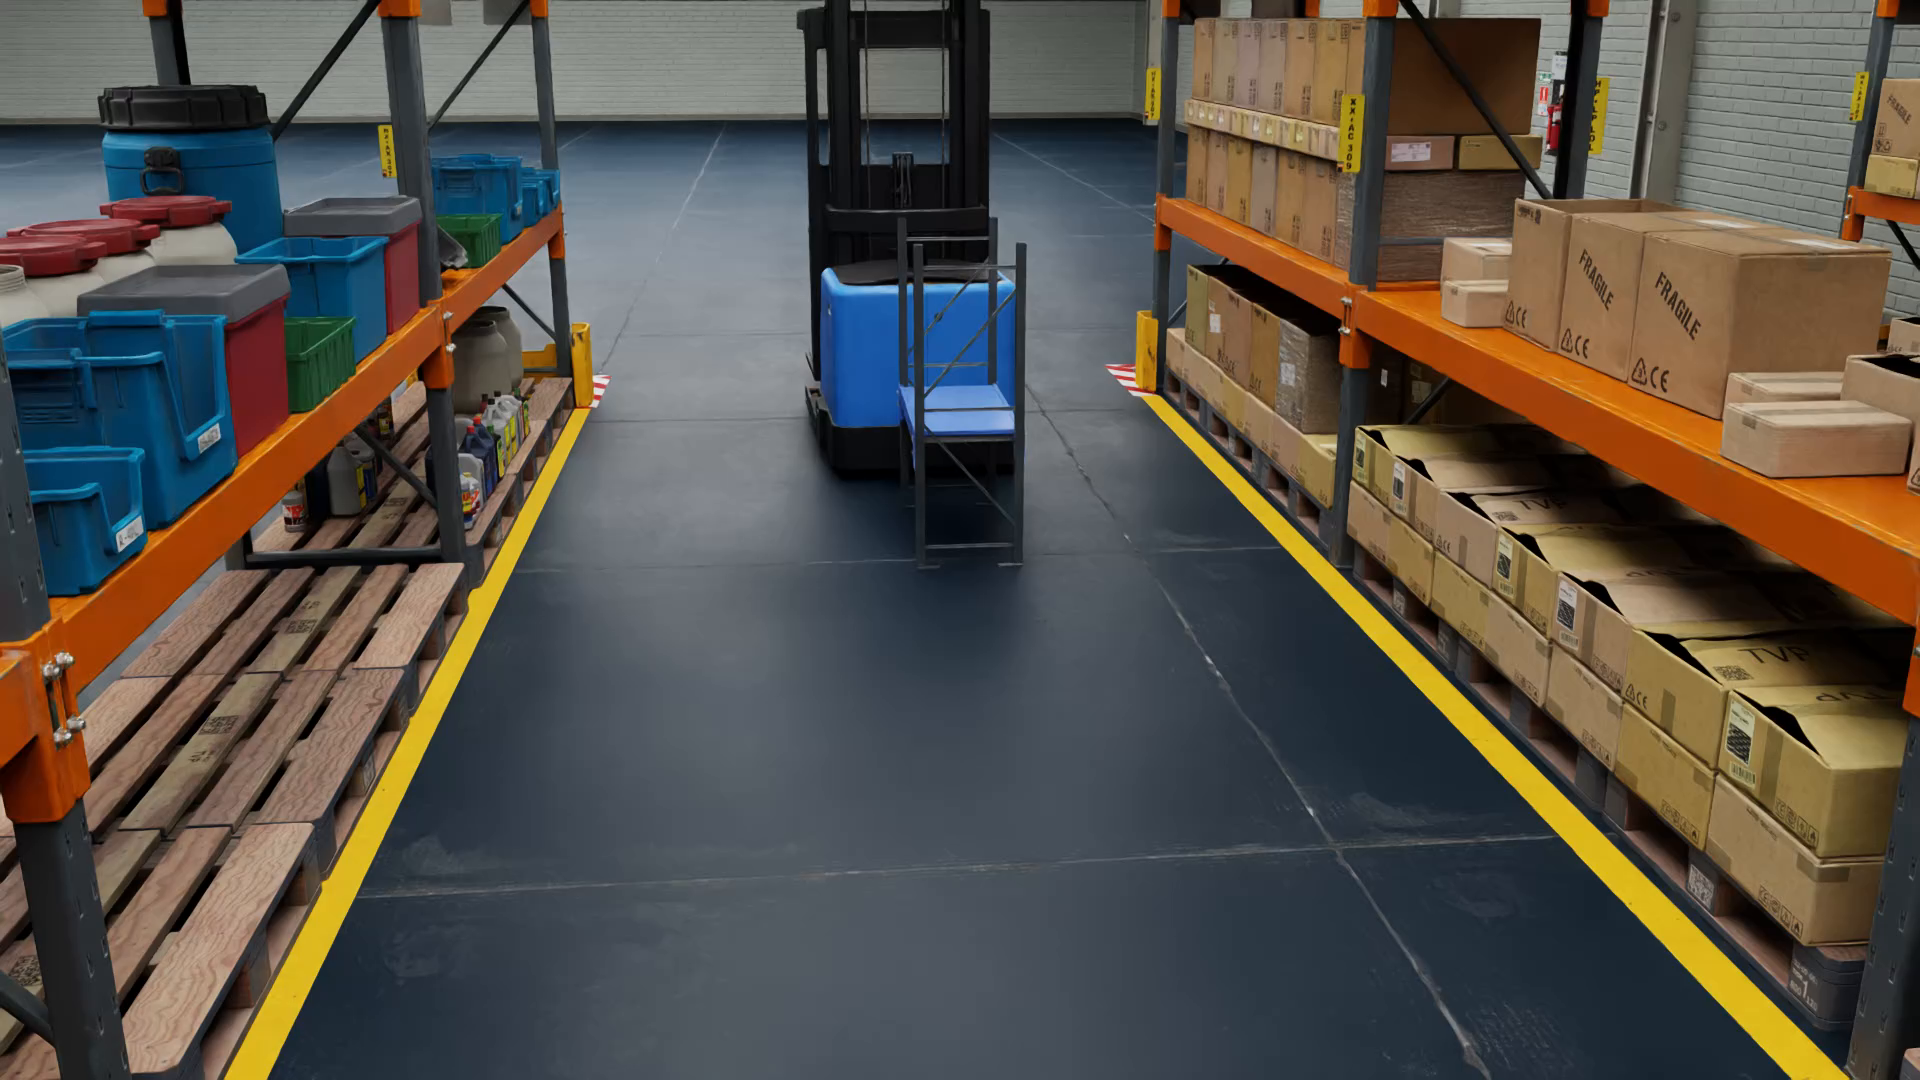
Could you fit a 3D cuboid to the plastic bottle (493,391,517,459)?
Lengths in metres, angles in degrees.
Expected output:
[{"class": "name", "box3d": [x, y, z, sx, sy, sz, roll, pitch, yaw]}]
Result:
[{"class": "plastic bottle", "box3d": [-2.438, -0.610, 8.799, 0.144, 0.351, 0.185, -1, 17, -3]}]

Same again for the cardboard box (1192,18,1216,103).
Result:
[{"class": "cardboard box", "box3d": [1.870, -3.027, 10.478, 0.700, 0.500, 0.500, -2, 18, -5]}]

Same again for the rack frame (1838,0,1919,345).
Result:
[{"class": "rack frame", "box3d": [6.756, -2.670, 11.673, 1.000, 3.000, 0.127, -2, 18, -6]}]

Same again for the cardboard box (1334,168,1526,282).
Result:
[{"class": "cardboard box", "box3d": [2.190, -1.504, 7.792, 0.700, 0.500, 0.500, -2, 18, -7]}]

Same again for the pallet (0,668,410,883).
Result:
[{"class": "pallet", "box3d": [-2.437, 0.756, 5.418, 1.003, 0.211, 1.213, -2, 18, -6]}]

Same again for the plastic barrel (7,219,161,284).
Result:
[{"class": "plastic barrel", "box3d": [-2.729, -0.726, 5.256, 0.433, 0.535, 0.433, 0, 17, 0]}]

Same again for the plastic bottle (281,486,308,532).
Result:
[{"class": "plastic bottle", "box3d": [-3.033, -0.145, 7.569, 0.097, 0.201, 0.097, 0, 17, 0]}]

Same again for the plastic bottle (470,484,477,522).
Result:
[{"class": "plastic bottle", "box3d": [-2.293, -0.185, 7.697, 0.097, 0.201, 0.097, 0, 17, 0]}]

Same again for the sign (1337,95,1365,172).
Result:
[{"class": "sign", "box3d": [1.690, -1.757, 7.188, 0.100, 0.325, 0.005, -2, 18, -6]}]

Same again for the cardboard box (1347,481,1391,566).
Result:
[{"class": "cardboard box", "box3d": [2.037, -0.085, 7.328, 0.500, 0.250, 0.500, -2, 18, -7]}]

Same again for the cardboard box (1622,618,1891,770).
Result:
[{"class": "cardboard box", "box3d": [2.295, 0.409, 4.820, 0.500, 0.311, 0.500, -2, 18, -6]}]

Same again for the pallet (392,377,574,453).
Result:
[{"class": "pallet", "box3d": [-2.965, -0.770, 10.277, 1.003, 0.211, 1.213, -2, 18, -6]}]

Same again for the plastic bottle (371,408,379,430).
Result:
[{"class": "plastic bottle", "box3d": [-3.186, -0.620, 8.964, 0.097, 0.271, 0.097, 0, 17, 0]}]

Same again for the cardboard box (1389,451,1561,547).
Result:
[{"class": "cardboard box", "box3d": [2.083, -0.200, 6.759, 0.500, 0.311, 0.500, -2, 18, -6]}]

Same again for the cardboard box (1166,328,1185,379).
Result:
[{"class": "cardboard box", "box3d": [1.663, -1.237, 11.000, 0.500, 0.250, 0.500, -2, 18, -6]}]

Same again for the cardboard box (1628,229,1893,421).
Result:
[{"class": "cardboard box", "box3d": [2.465, -0.679, 5.166, 0.500, 0.500, 0.500, -3, 18, -9]}]

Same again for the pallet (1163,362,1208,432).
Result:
[{"class": "pallet", "box3d": [1.950, -0.959, 10.878, 1.003, 0.211, 1.213, -2, 18, -6]}]

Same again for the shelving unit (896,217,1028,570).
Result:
[{"class": "shelving unit", "box3d": [-0.009, -0.741, 8.033, 0.538, 1.500, 1.048, -2, 18, -6]}]

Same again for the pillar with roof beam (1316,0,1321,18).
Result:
[{"class": "pillar with roof beam", "box3d": [1.550, -10.580, 26.854, 9.100, 9.000, 0.400, -2, 18, -6]}]

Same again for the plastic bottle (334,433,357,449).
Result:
[{"class": "plastic bottle", "box3d": [-3.092, -0.454, 8.304, 0.144, 0.351, 0.185, -2, 18, -6]}]

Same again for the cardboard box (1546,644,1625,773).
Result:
[{"class": "cardboard box", "box3d": [2.252, 0.527, 5.381, 0.500, 0.250, 0.500, -1, 17, -4]}]

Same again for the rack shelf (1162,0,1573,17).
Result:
[{"class": "rack shelf", "box3d": [2.036, -3.008, 8.943, 1.077, 0.370, 4.000, -2, 18, -6]}]

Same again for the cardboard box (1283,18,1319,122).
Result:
[{"class": "cardboard box", "box3d": [2.085, -2.422, 8.552, 0.700, 0.500, 0.500, -2, 18, -6]}]

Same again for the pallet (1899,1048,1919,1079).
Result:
[{"class": "pallet", "box3d": [2.694, 1.422, 3.296, 1.003, 0.211, 1.213, -2, 18, -6]}]

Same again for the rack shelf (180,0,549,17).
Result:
[{"class": "rack shelf", "box3d": [-2.892, -2.856, 8.459, 1.077, 0.370, 4.000, -2, 18, -6]}]

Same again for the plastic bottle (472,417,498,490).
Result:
[{"class": "plastic bottle", "box3d": [-2.375, -0.428, 8.219, 0.144, 0.351, 0.185, -3, 18, -8]}]

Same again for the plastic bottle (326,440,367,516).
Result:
[{"class": "plastic bottle", "box3d": [-2.895, -0.305, 7.830, 0.144, 0.351, 0.185, -2, 18, -6]}]

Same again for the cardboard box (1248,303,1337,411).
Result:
[{"class": "cardboard box", "box3d": [1.881, -1.000, 8.991, 0.500, 0.500, 0.500, -2, 18, -6]}]

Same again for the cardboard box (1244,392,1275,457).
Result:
[{"class": "cardboard box", "box3d": [1.869, -0.642, 9.102, 0.500, 0.250, 0.500, -2, 18, -6]}]

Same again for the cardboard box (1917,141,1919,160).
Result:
[{"class": "cardboard box", "box3d": [6.548, -2.666, 10.628, 0.500, 0.500, 0.500, -2, 18, -5]}]

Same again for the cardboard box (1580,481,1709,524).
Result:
[{"class": "cardboard box", "box3d": [2.678, -0.065, 6.328, 0.500, 0.311, 0.500, -2, 18, -6]}]

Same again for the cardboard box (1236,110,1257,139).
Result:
[{"class": "cardboard box", "box3d": [1.790, -2.366, 9.454, 0.380, 0.149, 0.250, -2, 18, -6]}]

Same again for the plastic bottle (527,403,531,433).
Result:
[{"class": "plastic bottle", "box3d": [-2.473, -0.705, 9.352, 0.097, 0.201, 0.097, 0, 17, 0]}]

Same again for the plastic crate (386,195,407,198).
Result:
[{"class": "plastic crate", "box3d": [-3.326, -1.961, 9.857, 0.298, 0.136, 0.250, -2, 18, -6]}]

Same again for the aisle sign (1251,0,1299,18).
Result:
[{"class": "aisle sign", "box3d": [2.115, -3.785, 10.884, 0.394, 0.787, 0.004, -2, 18, -6]}]

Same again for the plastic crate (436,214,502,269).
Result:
[{"class": "plastic crate", "box3d": [-2.545, -1.484, 8.250, 0.450, 0.188, 0.662, -2, 18, -6]}]

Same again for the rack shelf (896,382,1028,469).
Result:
[{"class": "rack shelf", "box3d": [-0.009, -0.569, 8.087, 0.538, 0.185, 1.000, -2, 18, -6]}]

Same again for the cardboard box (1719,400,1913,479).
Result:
[{"class": "cardboard box", "box3d": [2.287, -0.272, 4.454, 0.380, 0.149, 0.250, -2, 18, -6]}]

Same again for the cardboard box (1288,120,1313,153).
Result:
[{"class": "cardboard box", "box3d": [1.898, -2.059, 8.477, 0.380, 0.149, 0.250, -2, 18, -6]}]

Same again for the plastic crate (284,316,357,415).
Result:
[{"class": "plastic crate", "box3d": [-2.225, -0.561, 5.309, 0.450, 0.188, 0.662, -2, 18, -6]}]

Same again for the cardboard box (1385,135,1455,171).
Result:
[{"class": "cardboard box", "box3d": [2.001, -1.755, 7.511, 0.380, 0.149, 0.250, -2, 18, -6]}]

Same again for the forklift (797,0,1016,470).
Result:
[{"class": "forklift", "box3d": [-0.406, -2.184, 10.240, 1.130, 2.935, 3.031, -3, 18, -8]}]

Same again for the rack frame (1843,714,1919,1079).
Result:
[{"class": "rack frame", "box3d": [2.654, -0.132, 3.590, 1.000, 3.000, 0.127, -2, 18, -6]}]

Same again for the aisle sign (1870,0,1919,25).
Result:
[{"class": "aisle sign", "box3d": [6.450, -3.922, 11.322, 0.394, 0.787, 0.004, -2, 18, -6]}]

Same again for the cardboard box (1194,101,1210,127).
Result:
[{"class": "cardboard box", "box3d": [1.685, -2.671, 10.426, 0.380, 0.149, 0.250, -2, 18, -7]}]

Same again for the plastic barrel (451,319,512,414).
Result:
[{"class": "plastic barrel", "box3d": [-2.902, -1.034, 9.915, 0.421, 0.512, 0.421, 0, 17, 0]}]

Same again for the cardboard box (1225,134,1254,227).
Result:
[{"class": "cardboard box", "box3d": [1.969, -2.119, 9.753, 0.700, 0.500, 0.500, -2, 18, -5]}]

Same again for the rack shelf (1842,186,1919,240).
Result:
[{"class": "rack shelf", "box3d": [6.962, -1.731, 9.883, 1.077, 0.370, 4.000, -2, 18, -6]}]

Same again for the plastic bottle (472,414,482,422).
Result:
[{"class": "plastic bottle", "box3d": [-2.582, -0.578, 8.948, 0.097, 0.201, 0.097, 0, 17, 0]}]

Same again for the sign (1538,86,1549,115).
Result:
[{"class": "sign", "box3d": [6.899, -5.198, 19.666, 0.001, 0.329, 0.234, -2, 18, -6]}]
